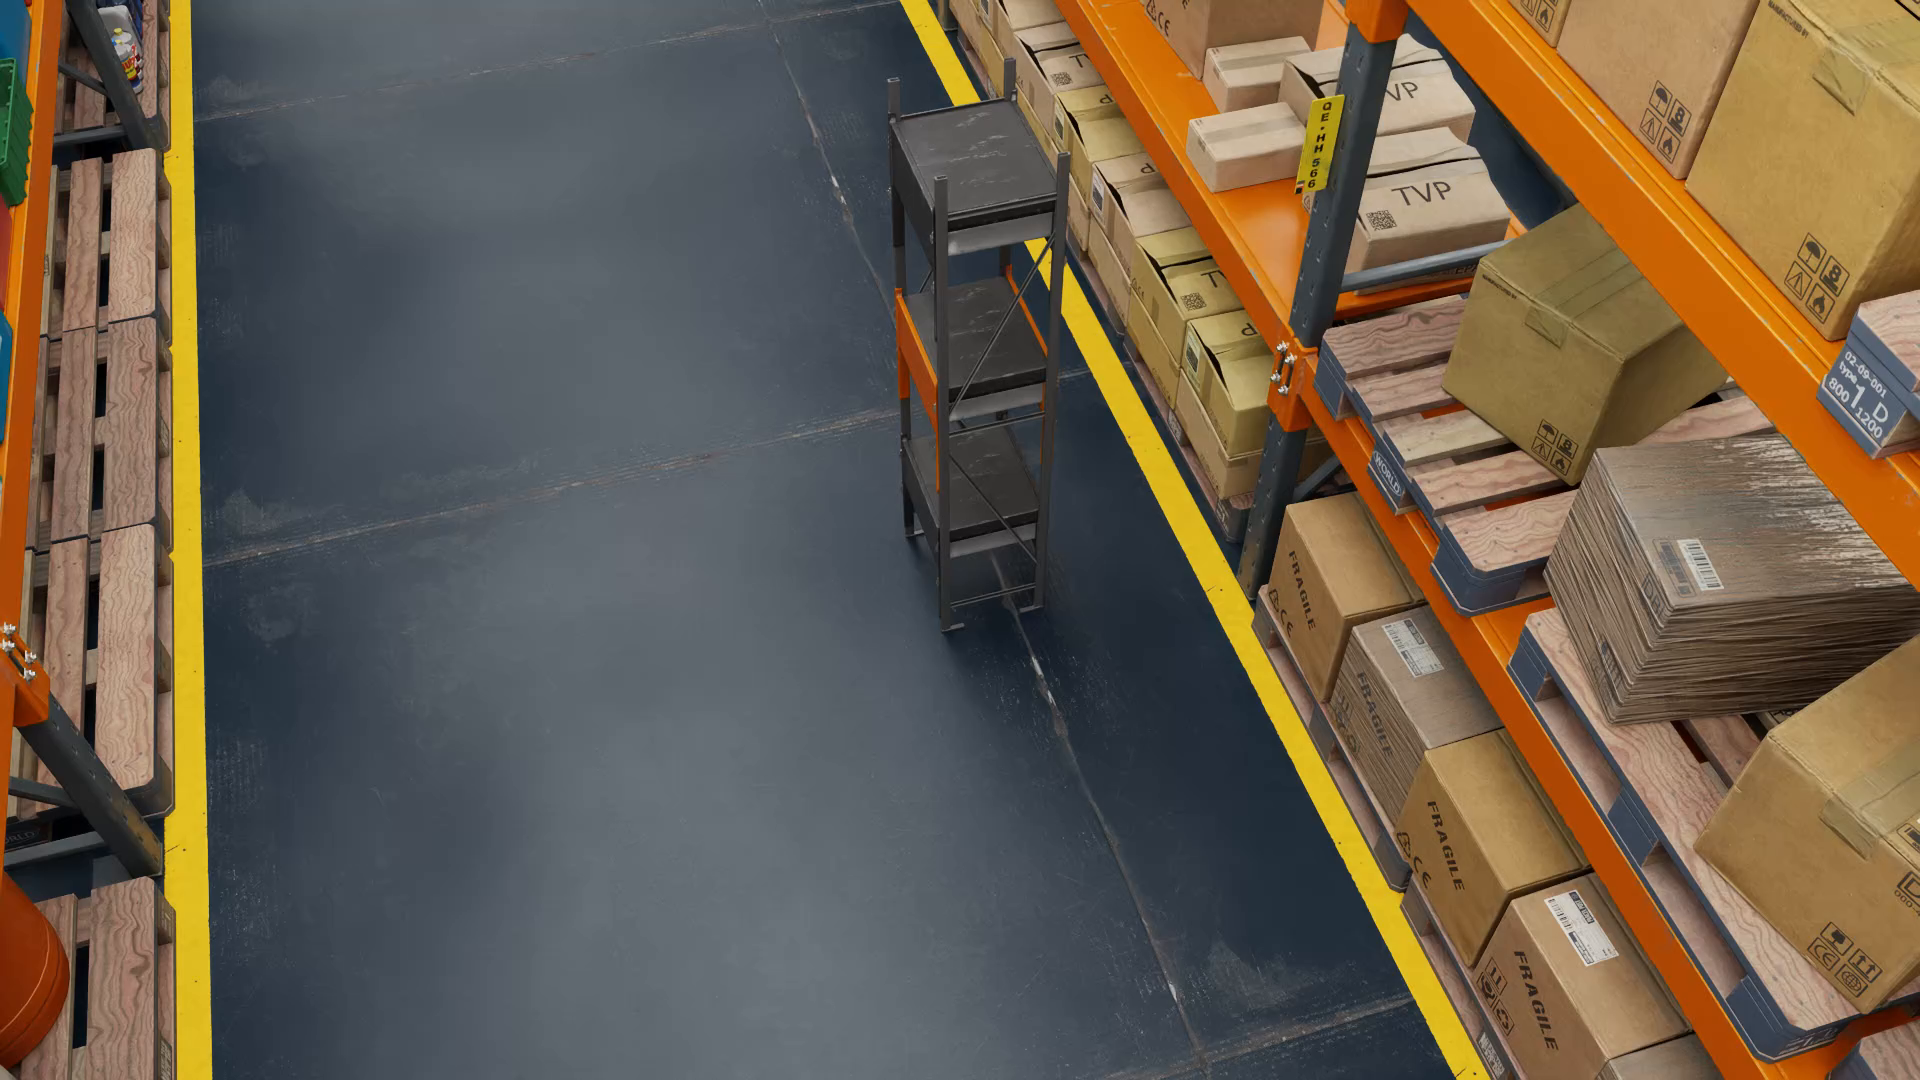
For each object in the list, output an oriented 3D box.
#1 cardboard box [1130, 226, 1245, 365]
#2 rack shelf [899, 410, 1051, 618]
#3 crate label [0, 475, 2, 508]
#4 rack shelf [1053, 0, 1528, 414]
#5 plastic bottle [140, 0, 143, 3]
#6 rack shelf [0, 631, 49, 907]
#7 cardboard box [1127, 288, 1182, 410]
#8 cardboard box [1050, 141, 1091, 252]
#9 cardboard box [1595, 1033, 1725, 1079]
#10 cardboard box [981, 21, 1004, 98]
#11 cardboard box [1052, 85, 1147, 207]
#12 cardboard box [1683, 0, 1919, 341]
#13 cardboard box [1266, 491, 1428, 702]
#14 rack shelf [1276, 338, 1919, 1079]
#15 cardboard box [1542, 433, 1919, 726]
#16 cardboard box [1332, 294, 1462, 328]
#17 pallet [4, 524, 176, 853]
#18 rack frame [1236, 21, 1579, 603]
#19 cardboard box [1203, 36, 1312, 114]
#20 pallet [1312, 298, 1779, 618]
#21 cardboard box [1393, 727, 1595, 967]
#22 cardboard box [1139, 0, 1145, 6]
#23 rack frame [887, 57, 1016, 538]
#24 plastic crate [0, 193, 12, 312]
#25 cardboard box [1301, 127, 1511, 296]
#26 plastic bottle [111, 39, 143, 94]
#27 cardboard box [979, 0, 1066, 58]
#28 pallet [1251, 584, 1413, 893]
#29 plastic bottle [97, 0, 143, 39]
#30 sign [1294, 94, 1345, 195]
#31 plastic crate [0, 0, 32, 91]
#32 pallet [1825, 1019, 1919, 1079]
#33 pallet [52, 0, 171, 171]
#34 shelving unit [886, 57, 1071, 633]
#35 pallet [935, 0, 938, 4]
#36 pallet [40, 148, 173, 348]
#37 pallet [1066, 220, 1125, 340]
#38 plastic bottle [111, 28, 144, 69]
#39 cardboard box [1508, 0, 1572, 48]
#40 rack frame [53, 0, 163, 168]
[{"bbox_3d":[1.010,-1.021,6.596,0.500,0.311,0.500,-14,51,-12],"label":"cardboard box"},{"bbox_3d":[0.049,-0.096,6.181,0.431,0.518,0.480,-13,51,-11],"label":"rack shelf"},{"bbox_3d":[-2.939,-0.108,4.778,0.303,0.233,0.416,-13,51,-11],"label":"crate label"},{"bbox_3d":[0.969,-2.116,6.832,1.077,0.370,4.000,-13,51,-11],"label":"rack shelf"},{"bbox_3d":[-4.263,-2.908,8.519,0.061,0.283,0.133,-11,51,-9],"label":"plastic bottle"},{"bbox_3d":[-2.581,1.923,3.427,1.077,0.370,4.000,-13,51,-11],"label":"rack shelf"},{"bbox_3d":[1.016,-0.841,6.810,0.500,0.250,0.500,-14,51,-11],"label":"cardboard box"},{"bbox_3d":[0.715,-1.584,7.436,0.500,0.250,0.500,-12,51,-10],"label":"cardboard box"},{"bbox_3d":[2.037,1.674,4.514,0.500,0.500,0.500,-13,51,-11],"label":"cardboard box"},{"bbox_3d":[0.410,-2.333,8.068,0.500,0.250,0.500,-12,51,-10],"label":"cardboard box"},{"bbox_3d":[0.718,-1.757,7.216,0.500,0.311,0.500,-12,51,-10],"label":"cardboard box"},{"bbox_3d":[2.026,-0.822,3.244,0.910,0.500,0.500,-13,51,-11],"label":"cardboard box"},{"bbox_3d":[1.422,0.174,5.778,0.500,0.500,0.500,-11,51,-9],"label":"cardboard box"},{"bbox_3d":[2.152,0.806,4.369,1.077,0.370,4.000,-13,51,-11],"label":"rack shelf"},{"bbox_3d":[1.942,0.091,4.161,0.700,0.500,0.500,-5,50,-4],"label":"cardboard box"},{"bbox_3d":[1.686,-0.765,6.380,0.500,0.311,0.500,-12,51,-10],"label":"cardboard box"},{"bbox_3d":[-3.365,0.555,5.934,1.003,0.211,1.213,-13,51,-11],"label":"pallet"},{"bbox_3d":[1.560,-0.887,5.325,1.000,3.000,0.127,-13,51,-11],"label":"rack frame"},{"bbox_3d":[1.129,-1.724,6.196,0.380,0.149,0.250,-10,51,-8],"label":"cardboard box"},{"bbox_3d":[1.828,-0.346,4.995,1.213,0.211,1.003,-13,51,-11],"label":"pallet"},{"bbox_3d":[1.726,0.923,5.147,0.500,0.500,0.500,-14,51,-11],"label":"cardboard box"},{"bbox_3d":[0.893,-2.525,6.641,0.500,0.500,0.500,-13,51,-11],"label":"cardboard box"},{"bbox_3d":[-0.023,-0.734,5.785,0.400,2.100,0.015,-13,51,-11],"label":"rack frame"},{"bbox_3d":[-3.358,-1.039,5.412,0.402,0.464,0.583,-13,51,-11],"label":"plastic crate"},{"bbox_3d":[1.495,-1.133,5.592,0.500,0.311,0.500,-10,51,-9],"label":"cardboard box"},{"bbox_3d":[-4.031,-2.285,8.001,0.097,0.271,0.097,0,50,0],"label":"plastic bottle"},{"bbox_3d":[0.405,-2.513,7.853,0.500,0.311,0.500,-14,51,-11],"label":"cardboard box"},{"bbox_3d":[1.745,0.566,5.925,1.003,0.211,1.213,-13,51,-11],"label":"pallet"},{"bbox_3d":[-4.198,-2.662,8.267,0.144,0.351,0.185,-12,51,-10],"label":"plastic bottle"},{"bbox_3d":[1.031,-1.132,4.775,0.100,0.325,0.005,-13,51,-11],"label":"sign"},{"bbox_3d":[-3.732,-1.950,6.232,0.392,0.384,0.575,-13,51,-11],"label":"plastic crate"},{"bbox_3d":[2.611,1.488,3.449,1.003,0.211,1.213,-13,51,-11],"label":"pallet"},{"bbox_3d":[-4.514,-2.292,8.334,1.003,0.211,1.213,-13,51,-11],"label":"pallet"},{"bbox_3d":[0.049,-0.556,5.635,0.431,2.100,0.503,-13,51,-11],"label":"shelving unit"},{"bbox_3d":[0.182,-3.500,9.352,1.003,0.211,1.213,-13,51,-11],"label":"pallet"},{"bbox_3d":[-4.086,-1.227,7.436,1.003,0.211,1.213,-13,51,-11],"label":"pallet"},{"bbox_3d":[0.997,-1.487,7.656,1.003,0.211,1.213,-13,51,-11],"label":"pallet"},{"bbox_3d":[-4.091,-2.411,8.153,0.097,0.201,0.097,0,50,0],"label":"plastic bottle"},{"bbox_3d":[1.722,-1.575,3.878,0.910,0.500,0.500,-13,51,-11],"label":"cardboard box"},{"bbox_3d":[-4.355,-2.691,6.846,1.000,3.000,0.127,-13,51,-11],"label":"rack frame"}]
